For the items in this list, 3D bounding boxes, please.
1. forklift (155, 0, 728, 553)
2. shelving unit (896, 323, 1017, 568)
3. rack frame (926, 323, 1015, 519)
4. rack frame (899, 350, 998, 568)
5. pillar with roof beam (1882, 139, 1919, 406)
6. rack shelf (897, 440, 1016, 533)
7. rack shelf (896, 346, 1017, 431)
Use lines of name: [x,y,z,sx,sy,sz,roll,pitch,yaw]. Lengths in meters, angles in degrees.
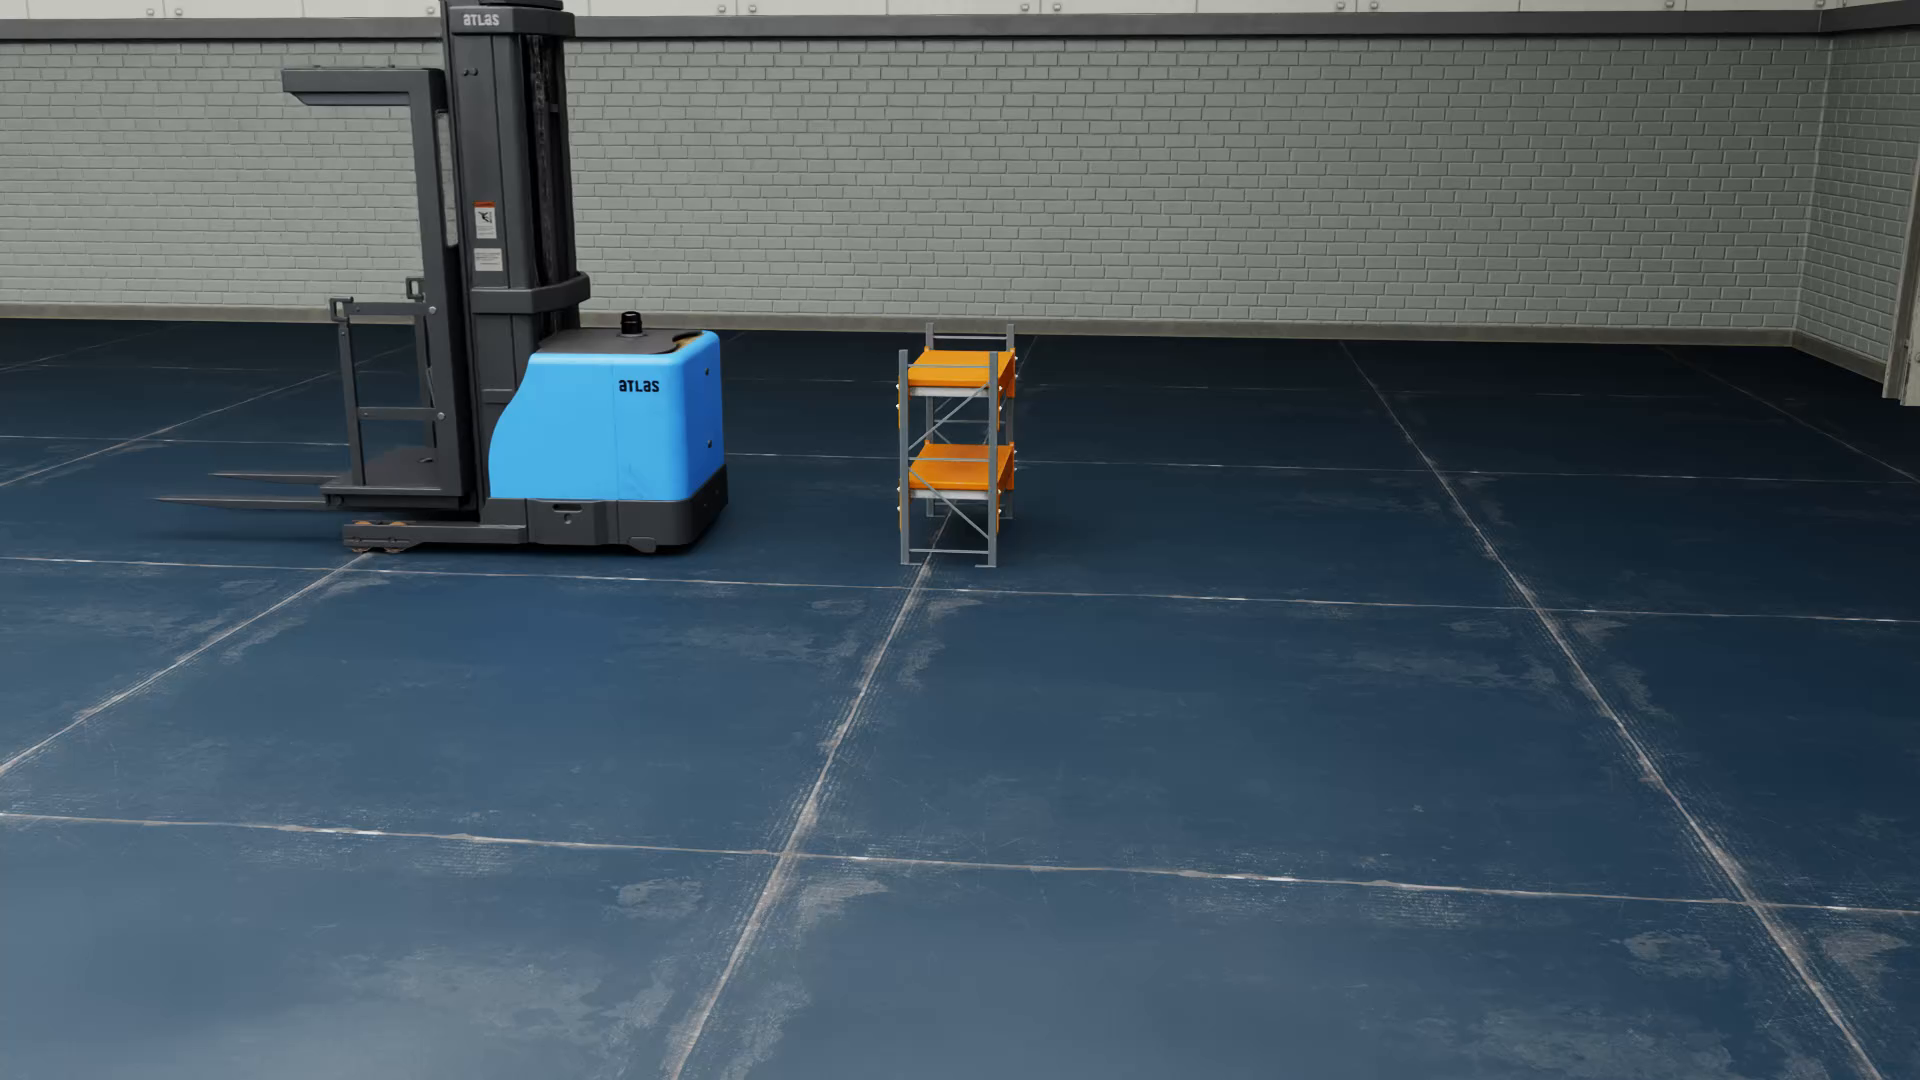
forklift: [-2.895,-1.481,9.022,3.031,2.935,1.130,1,15,4]
shelving unit: [-0.001,-0.541,9.009,0.538,1.125,1.048,2,15,6]
rack frame: [0.057,-0.673,9.496,0.500,1.125,0.032,2,15,6]
rack frame: [-0.058,-0.409,8.521,0.500,1.125,0.032,2,15,6]
pillar with roof beam: [3.306,-5.574,12.537,9.100,9.000,0.400,2,15,6]
rack shelf: [-0.001,-0.305,9.073,0.538,0.278,1.000,2,15,6]
rack shelf: [-0.001,-0.824,8.932,0.538,0.278,1.000,2,15,6]
